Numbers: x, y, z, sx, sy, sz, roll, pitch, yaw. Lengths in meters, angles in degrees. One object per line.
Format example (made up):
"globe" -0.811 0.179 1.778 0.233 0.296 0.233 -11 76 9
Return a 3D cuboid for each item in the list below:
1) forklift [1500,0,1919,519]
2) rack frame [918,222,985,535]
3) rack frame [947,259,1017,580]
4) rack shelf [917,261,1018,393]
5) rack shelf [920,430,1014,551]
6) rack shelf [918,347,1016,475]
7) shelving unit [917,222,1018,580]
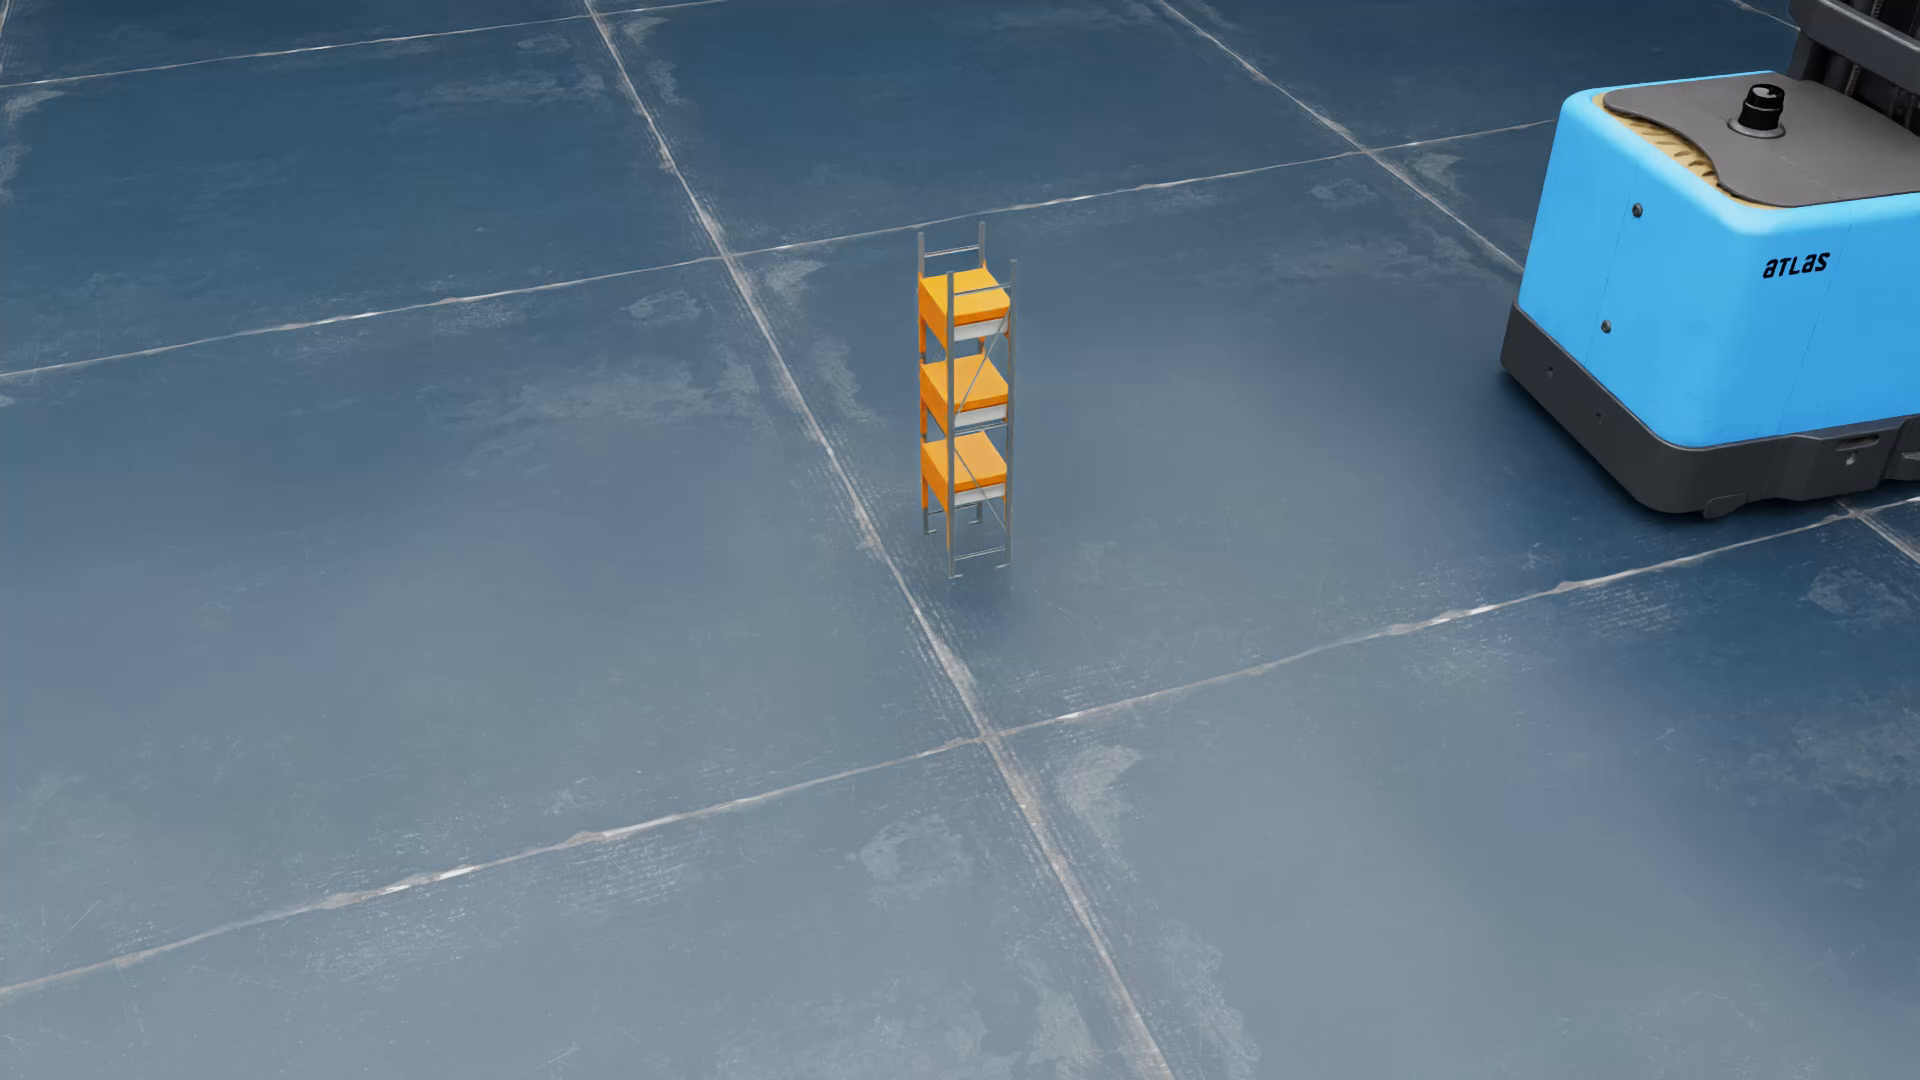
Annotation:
"forklift" 3.516 -1.715 5.090 3.031 2.935 1.130 -9 38 -11
"rack frame" -0.024 -0.458 4.985 0.200 1.050 0.008 -12 39 -16
"rack frame" 0.060 -0.320 4.802 0.200 1.050 0.008 -12 39 -16
"rack shelf" 0.018 -0.607 4.730 0.215 0.259 0.240 -12 39 -16
"rack shelf" 0.018 -0.159 5.068 0.215 0.259 0.240 -12 39 -16
"rack shelf" 0.018 -0.381 4.900 0.215 0.259 0.240 -12 39 -16
"shelving unit" 0.018 -0.389 4.894 0.215 1.050 0.252 -12 39 -16
